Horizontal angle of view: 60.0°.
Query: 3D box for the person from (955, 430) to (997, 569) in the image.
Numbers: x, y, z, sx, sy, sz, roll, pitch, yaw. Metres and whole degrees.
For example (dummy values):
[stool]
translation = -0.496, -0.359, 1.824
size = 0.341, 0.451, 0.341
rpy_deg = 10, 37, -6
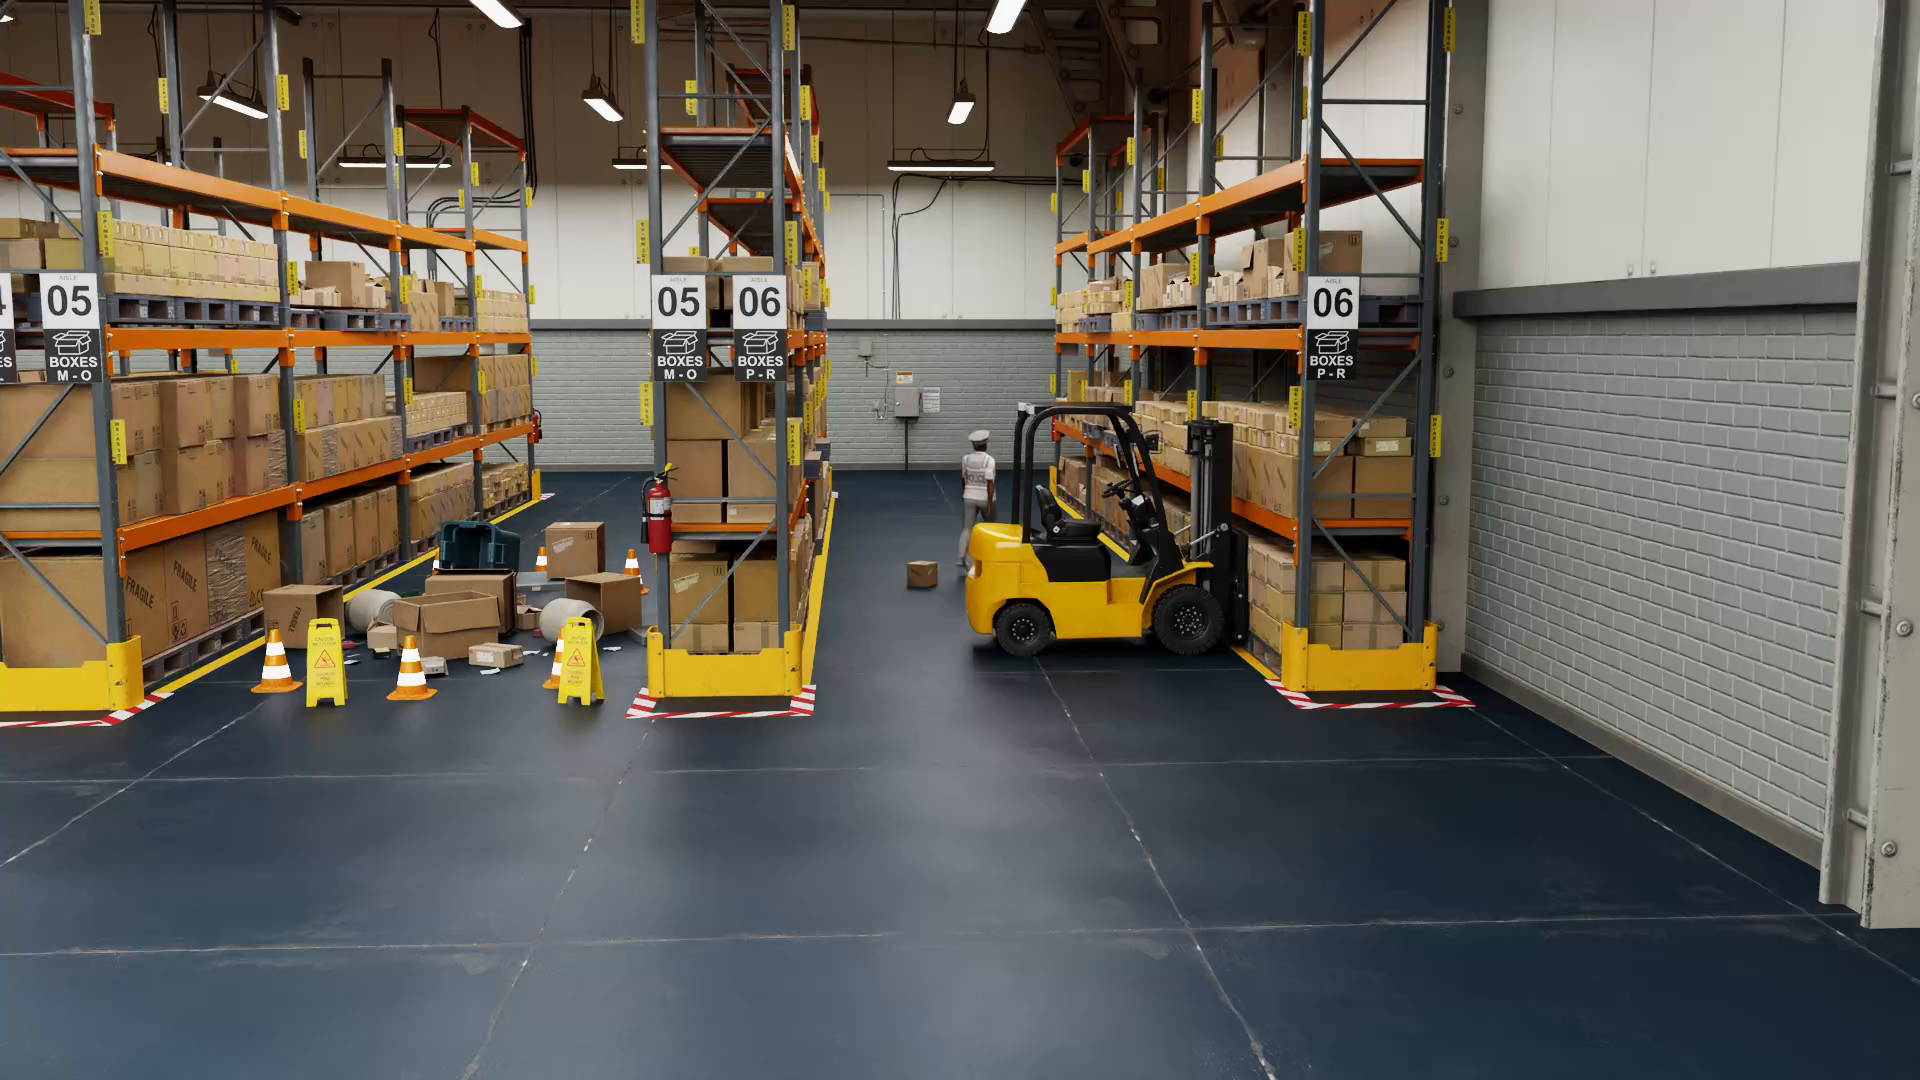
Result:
[person]
translation = 0.221, -0.469, 19.443
size = 0.455, 1.640, 1.011
rpy_deg = 2, 7, 19
